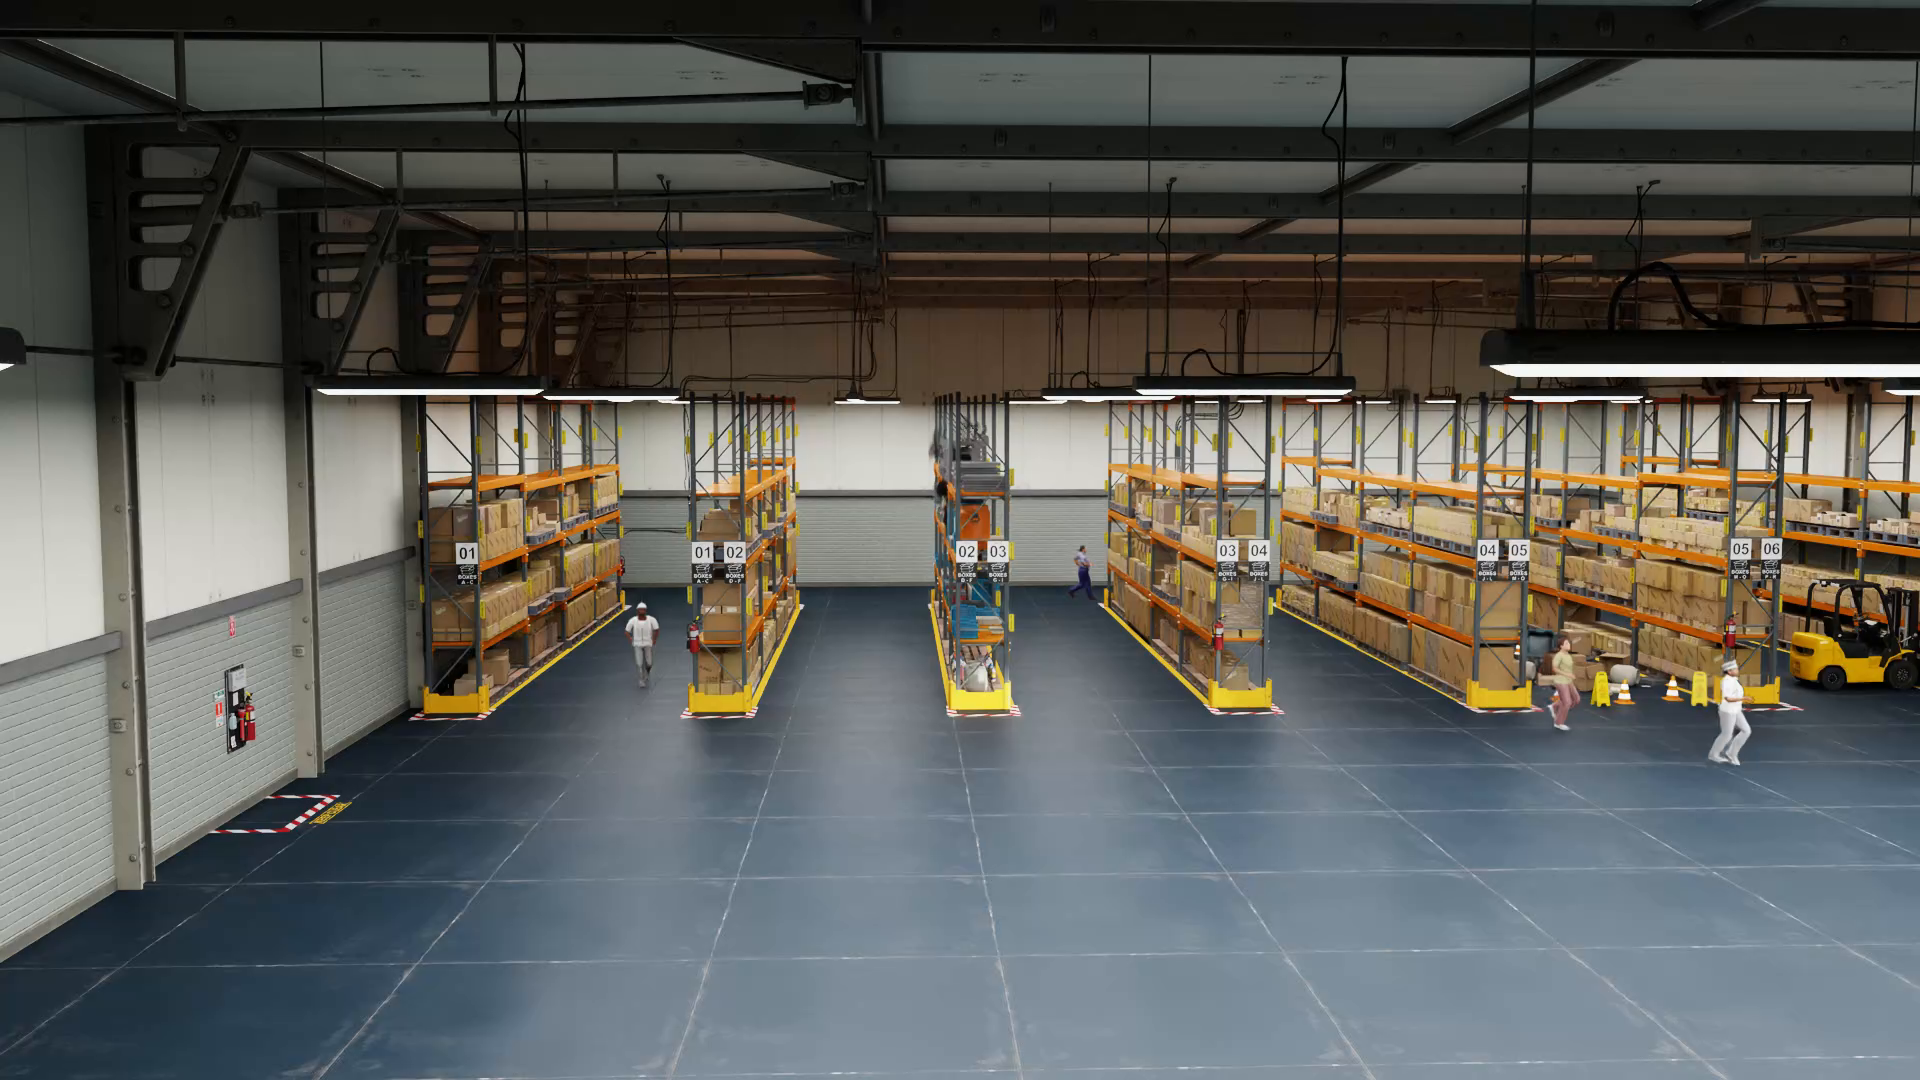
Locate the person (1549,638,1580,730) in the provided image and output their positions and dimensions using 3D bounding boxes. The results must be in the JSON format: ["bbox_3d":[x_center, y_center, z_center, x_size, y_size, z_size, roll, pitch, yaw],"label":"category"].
[{"bbox_3d":[10.715,2.545,29.541,0.561,1.636,0.617,4,6,44],"label":"person"}]

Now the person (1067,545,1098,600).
[{"bbox_3d":[3.612,0.973,49.018,0.920,1.649,0.610,0,5,-2],"label":"person"}]

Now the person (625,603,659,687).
[{"bbox_3d":[-6.491,2.142,33.983,0.696,1.718,0.605,-1,5,-12],"label":"person"}]

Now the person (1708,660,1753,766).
[{"bbox_3d":[12.317,2.764,26.516,0.677,1.727,0.559,4,6,40],"label":"person"}]
